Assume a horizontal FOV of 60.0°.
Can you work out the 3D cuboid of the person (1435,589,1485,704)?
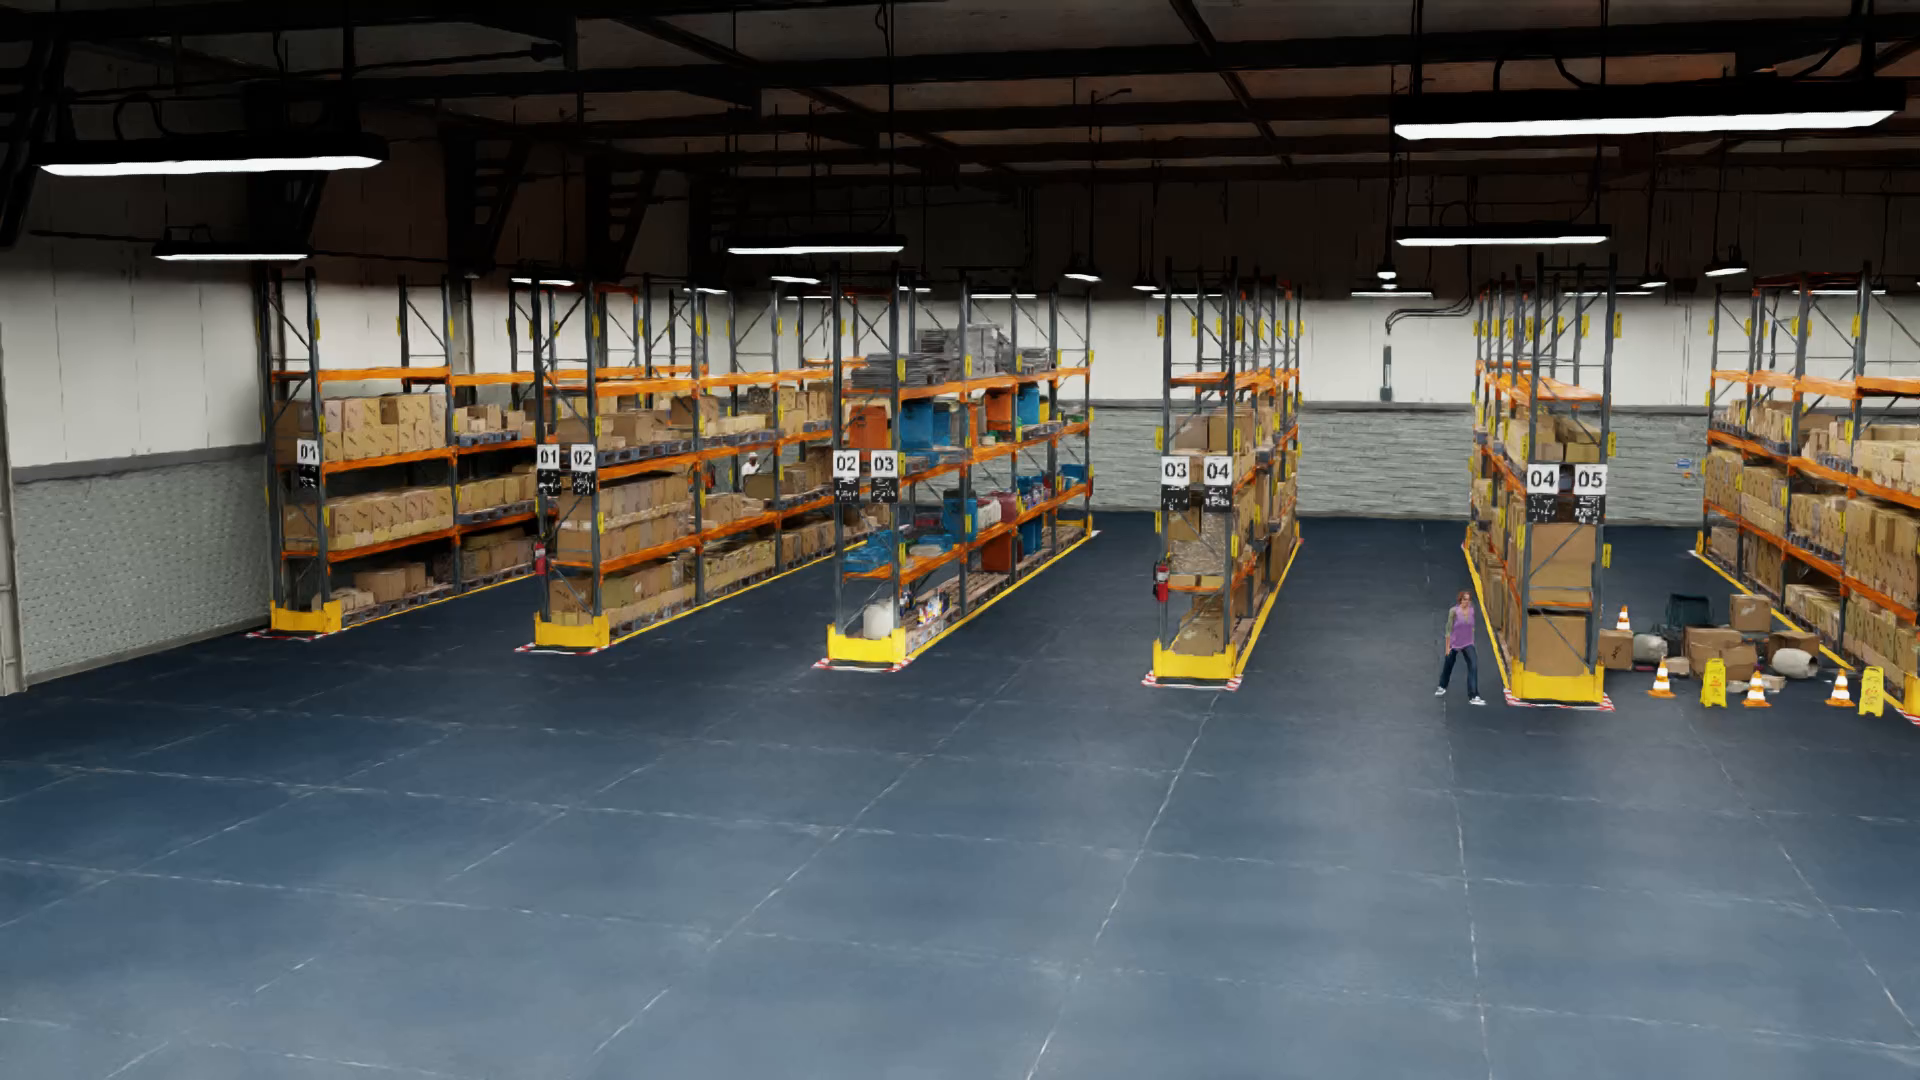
[{"bbox_3d":[6.738,1.406,22.392,0.453,1.540,0.880,-1,7,-6],"label":"person"}]

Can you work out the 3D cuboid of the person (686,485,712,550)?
[{"bbox_3d":[-5.911,-0.561,37.865,0.416,1.523,1.023,2,7,13],"label":"person"}]

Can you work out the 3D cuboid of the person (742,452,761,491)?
[{"bbox_3d":[-5.418,-1.439,43.806,0.727,1.758,0.534,-6,9,-39],"label":"person"}]
